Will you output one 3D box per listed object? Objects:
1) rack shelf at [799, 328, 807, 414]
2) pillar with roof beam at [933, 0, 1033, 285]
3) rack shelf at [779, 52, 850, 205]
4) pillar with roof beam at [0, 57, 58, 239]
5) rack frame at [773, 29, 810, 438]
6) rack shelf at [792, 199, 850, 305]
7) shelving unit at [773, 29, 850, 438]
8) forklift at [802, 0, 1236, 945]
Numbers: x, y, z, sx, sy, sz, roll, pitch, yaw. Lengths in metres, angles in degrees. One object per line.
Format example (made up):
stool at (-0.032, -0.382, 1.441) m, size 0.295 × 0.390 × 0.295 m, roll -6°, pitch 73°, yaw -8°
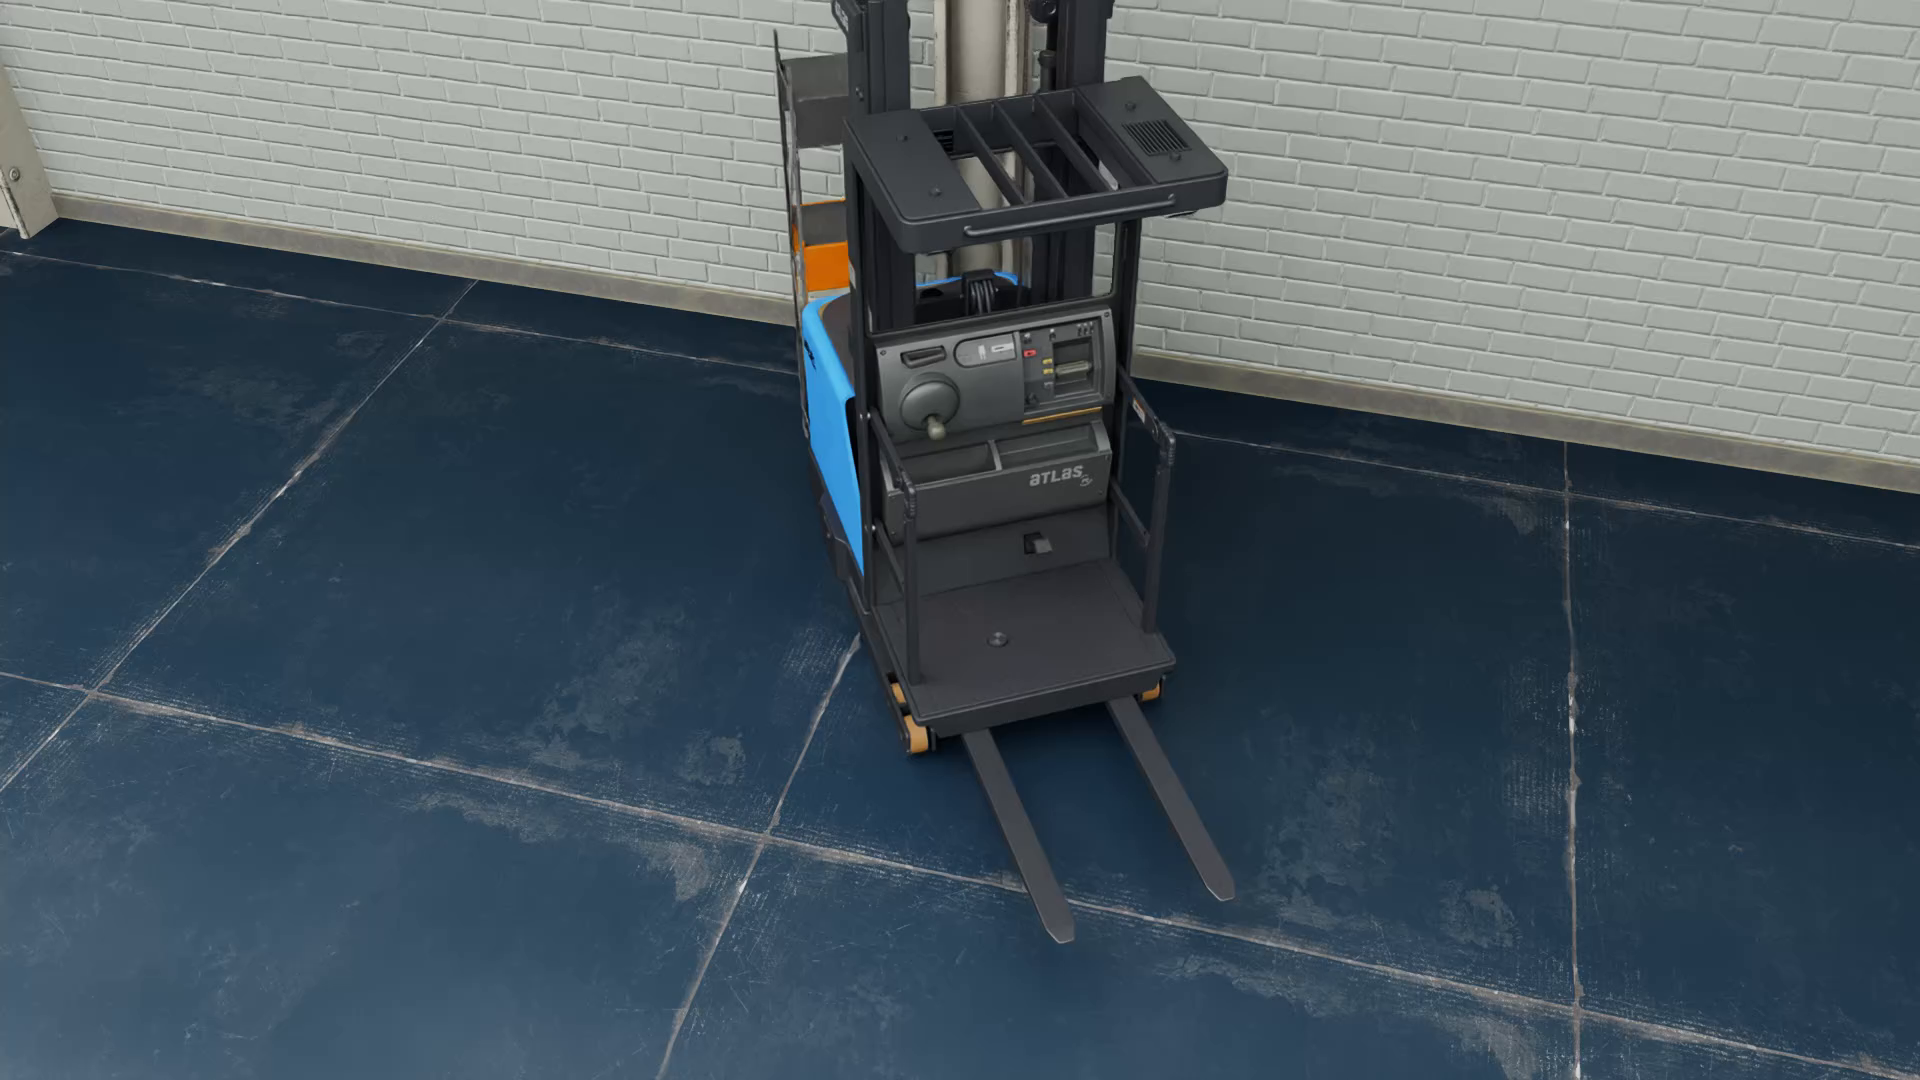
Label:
rack shelf at (-0.504, -0.736, 8.104) m, size 0.480 × 0.518 × 0.431 m, roll -9°, pitch 41°, yaw -10°
pillar with roof beam at (-1.003, -1.691, 2.767) m, size 0.400 × 9.000 × 9.100 m, roll 10°, pitch 41°, yaw 11°
rack shelf at (-0.505, -1.808, 7.203) m, size 0.480 × 0.518 × 0.431 m, roll -9°, pitch 41°, yaw -10°
pillar with roof beam at (-6.799, -2.689, 3.954) m, size 0.400 × 9.000 × 9.100 m, roll 10°, pitch 41°, yaw 11°
rack frame at (-0.742, -1.246, 7.601) m, size 0.015 × 2.100 × 0.400 m, roll -9°, pitch 41°, yaw -10°
rack shelf at (-0.504, -1.272, 7.653) m, size 0.480 × 0.518 × 0.431 m, roll -9°, pitch 41°, yaw -10°
shelving unit at (-0.504, -1.283, 7.644) m, size 0.503 × 2.100 × 0.431 m, roll -9°, pitch 41°, yaw -10°
forklift at (0.210, -0.549, 6.125) m, size 1.130 × 2.935 × 3.031 m, roll -11°, pitch 41°, yaw -13°
